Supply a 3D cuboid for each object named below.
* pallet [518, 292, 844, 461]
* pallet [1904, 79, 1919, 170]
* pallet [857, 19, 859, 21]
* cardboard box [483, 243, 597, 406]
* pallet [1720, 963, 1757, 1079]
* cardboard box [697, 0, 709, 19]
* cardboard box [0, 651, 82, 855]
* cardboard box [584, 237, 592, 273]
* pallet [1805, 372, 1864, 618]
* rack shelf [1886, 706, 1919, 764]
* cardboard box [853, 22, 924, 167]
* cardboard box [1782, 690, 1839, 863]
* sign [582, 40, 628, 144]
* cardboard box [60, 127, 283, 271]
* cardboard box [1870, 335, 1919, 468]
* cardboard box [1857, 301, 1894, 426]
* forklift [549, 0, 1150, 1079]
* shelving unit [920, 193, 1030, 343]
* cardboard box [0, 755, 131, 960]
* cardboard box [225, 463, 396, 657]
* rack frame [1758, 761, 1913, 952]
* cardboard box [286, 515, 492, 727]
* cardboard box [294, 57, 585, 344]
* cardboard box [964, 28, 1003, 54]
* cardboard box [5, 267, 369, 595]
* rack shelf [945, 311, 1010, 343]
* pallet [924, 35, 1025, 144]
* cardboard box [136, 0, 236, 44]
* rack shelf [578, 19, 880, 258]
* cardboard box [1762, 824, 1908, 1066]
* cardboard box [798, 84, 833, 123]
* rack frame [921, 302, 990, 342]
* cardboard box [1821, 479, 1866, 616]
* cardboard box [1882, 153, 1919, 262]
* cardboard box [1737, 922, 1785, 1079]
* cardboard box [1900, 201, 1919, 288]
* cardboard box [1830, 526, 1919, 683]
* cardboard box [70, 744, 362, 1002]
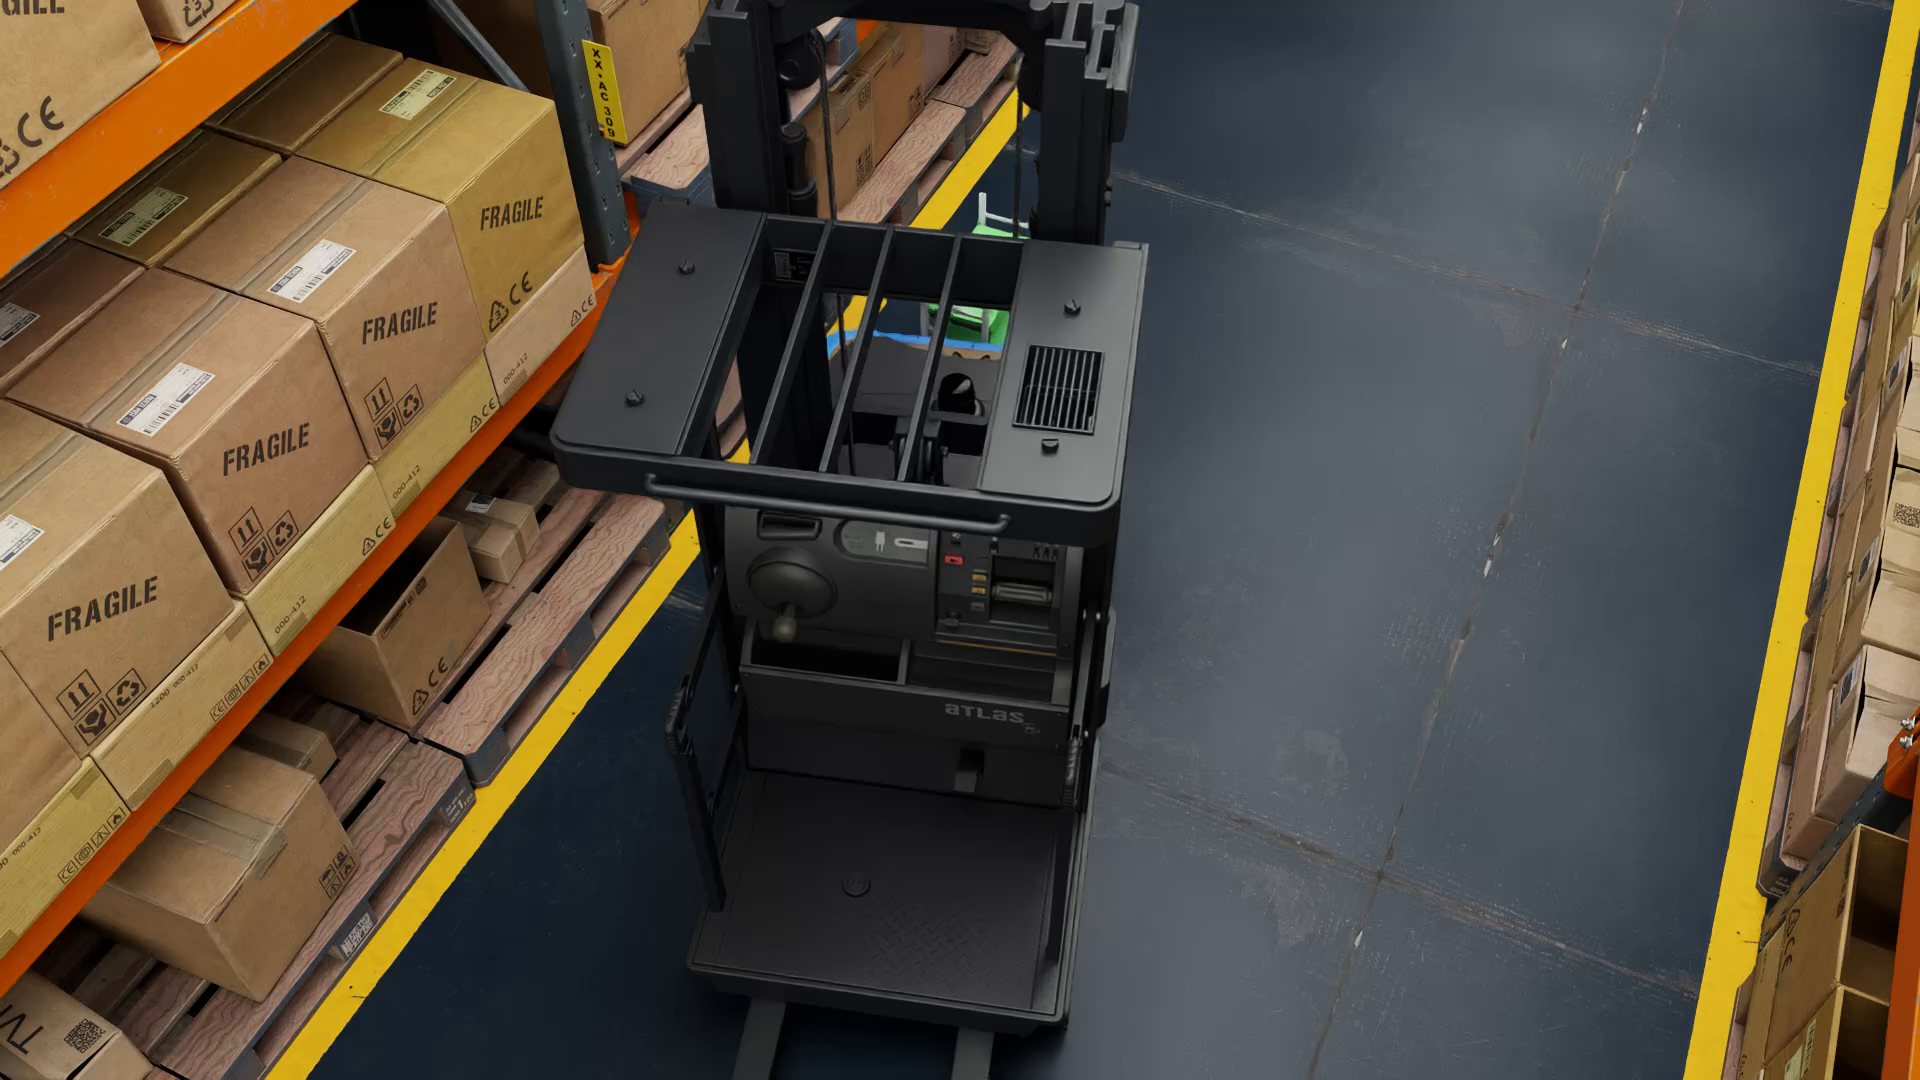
[{"bbox_3d":[-1.192,-0.818,6.808,1.003,0.211,1.213,20,52,16],"label":"pallet"},{"bbox_3d":[5.019,-1.929,7.753,1.003,0.211,1.213,20,52,16],"label":"pallet"},{"bbox_3d":[-0.623,-2.501,6.535,1.003,0.211,1.213,20,52,16],"label":"pallet"},{"bbox_3d":[-1.452,-0.718,4.977,0.500,0.250,0.500,20,52,16],"label":"cardboard box"},{"bbox_3d":[2.579,1.862,4.527,1.003,0.211,1.213,20,52,16],"label":"pallet"},{"bbox_3d":[-1.030,-2.082,5.698,0.700,0.500,0.500,25,54,20],"label":"cardboard box"},{"bbox_3d":[-2.310,0.446,3.494,0.500,0.500,0.500,18,52,15],"label":"cardboard box"},{"bbox_3d":[-1.224,-1.030,6.509,0.700,0.500,0.500,21,53,17],"label":"cardboard box"},{"bbox_3d":[3.756,-0.036,6.142,1.003,0.211,1.213,20,52,16],"label":"pallet"},{"bbox_3d":[3.811,-0.720,5.366,1.077,0.370,4.000,20,52,16],"label":"rack shelf"},{"bbox_3d":[-0.587,-2.091,7.412,0.700,0.500,0.500,20,52,16],"label":"cardboard box"},{"bbox_3d":[2.872,0.799,5.130,0.500,0.250,0.500,19,52,16],"label":"cardboard box"},{"bbox_3d":[-1.030,-1.295,4.814,0.100,0.325,0.005,20,52,16],"label":"sign"},{"bbox_3d":[-2.138,-0.776,4.533,0.500,0.500,0.500,20,52,16],"label":"cardboard box"},{"bbox_3d":[3.521,-0.423,5.802,0.500,0.311,0.500,19,52,16],"label":"cardboard box"},{"bbox_3d":[3.746,-0.604,6.324,0.500,0.250,0.500,19,52,15],"label":"cardboard box"},{"bbox_3d":[-0.179,0.207,4.150,1.130,2.935,3.031,7,50,6],"label":"forklift"},{"bbox_3d":[0.080,-0.588,5.962,0.258,1.200,0.503,18,52,15],"label":"shelving unit"},{"bbox_3d":[-2.305,0.667,3.798,0.500,0.250,0.500,19,52,16],"label":"cardboard box"},{"bbox_3d":[-1.873,-0.027,4.388,0.500,0.250,0.500,20,52,16],"label":"cardboard box"},{"bbox_3d":[2.957,0.424,3.920,1.000,3.000,0.127,20,52,16],"label":"rack frame"},{"bbox_3d":[-1.931,0.210,5.454,0.500,0.500,0.500,16,52,13],"label":"cardboard box"},{"bbox_3d":[-1.446,-0.960,4.690,0.500,0.500,0.500,20,52,16],"label":"cardboard box"},{"bbox_3d":[-0.075,-2.759,7.981,0.700,0.500,0.500,20,53,17],"label":"cardboard box"},{"bbox_3d":[-1.879,-0.271,4.104,0.500,0.500,0.500,18,52,15],"label":"cardboard box"},{"bbox_3d":[0.080,-0.702,5.828,0.258,0.148,0.480,18,52,15],"label":"rack shelf"},{"bbox_3d":[-0.150,-2.498,8.237,1.003,0.211,1.213,20,52,16],"label":"pallet"},{"bbox_3d":[-1.743,-1.424,3.444,0.500,0.500,0.500,16,51,13],"label":"cardboard box"},{"bbox_3d":[-0.669,-2.329,6.735,1.077,0.370,4.000,20,52,16],"label":"rack shelf"},{"bbox_3d":[2.476,1.153,4.336,0.500,0.500,0.500,20,52,16],"label":"cardboard box"},{"bbox_3d":[-0.820,-1.937,6.789,0.500,0.250,0.500,18,52,15],"label":"cardboard box"},{"bbox_3d":[-0.017,-0.417,5.817,0.240,1.200,0.015,18,52,15],"label":"rack frame"},{"bbox_3d":[3.308,0.099,5.726,0.500,0.250,0.500,21,53,17],"label":"cardboard box"},{"bbox_3d":[4.177,-1.310,6.925,0.500,0.250,0.500,20,52,16],"label":"cardboard box"},{"bbox_3d":[2.485,1.400,4.619,0.500,0.250,0.500,20,52,16],"label":"cardboard box"},{"bbox_3d":[3.960,-1.128,6.401,0.500,0.311,0.500,19,52,15],"label":"cardboard box"},{"bbox_3d":[3.087,0.265,5.217,0.500,0.311,0.500,21,53,17],"label":"cardboard box"},{"bbox_3d":[-2.253,0.908,4.860,0.700,0.500,0.500,17,52,14],"label":"cardboard box"}]
